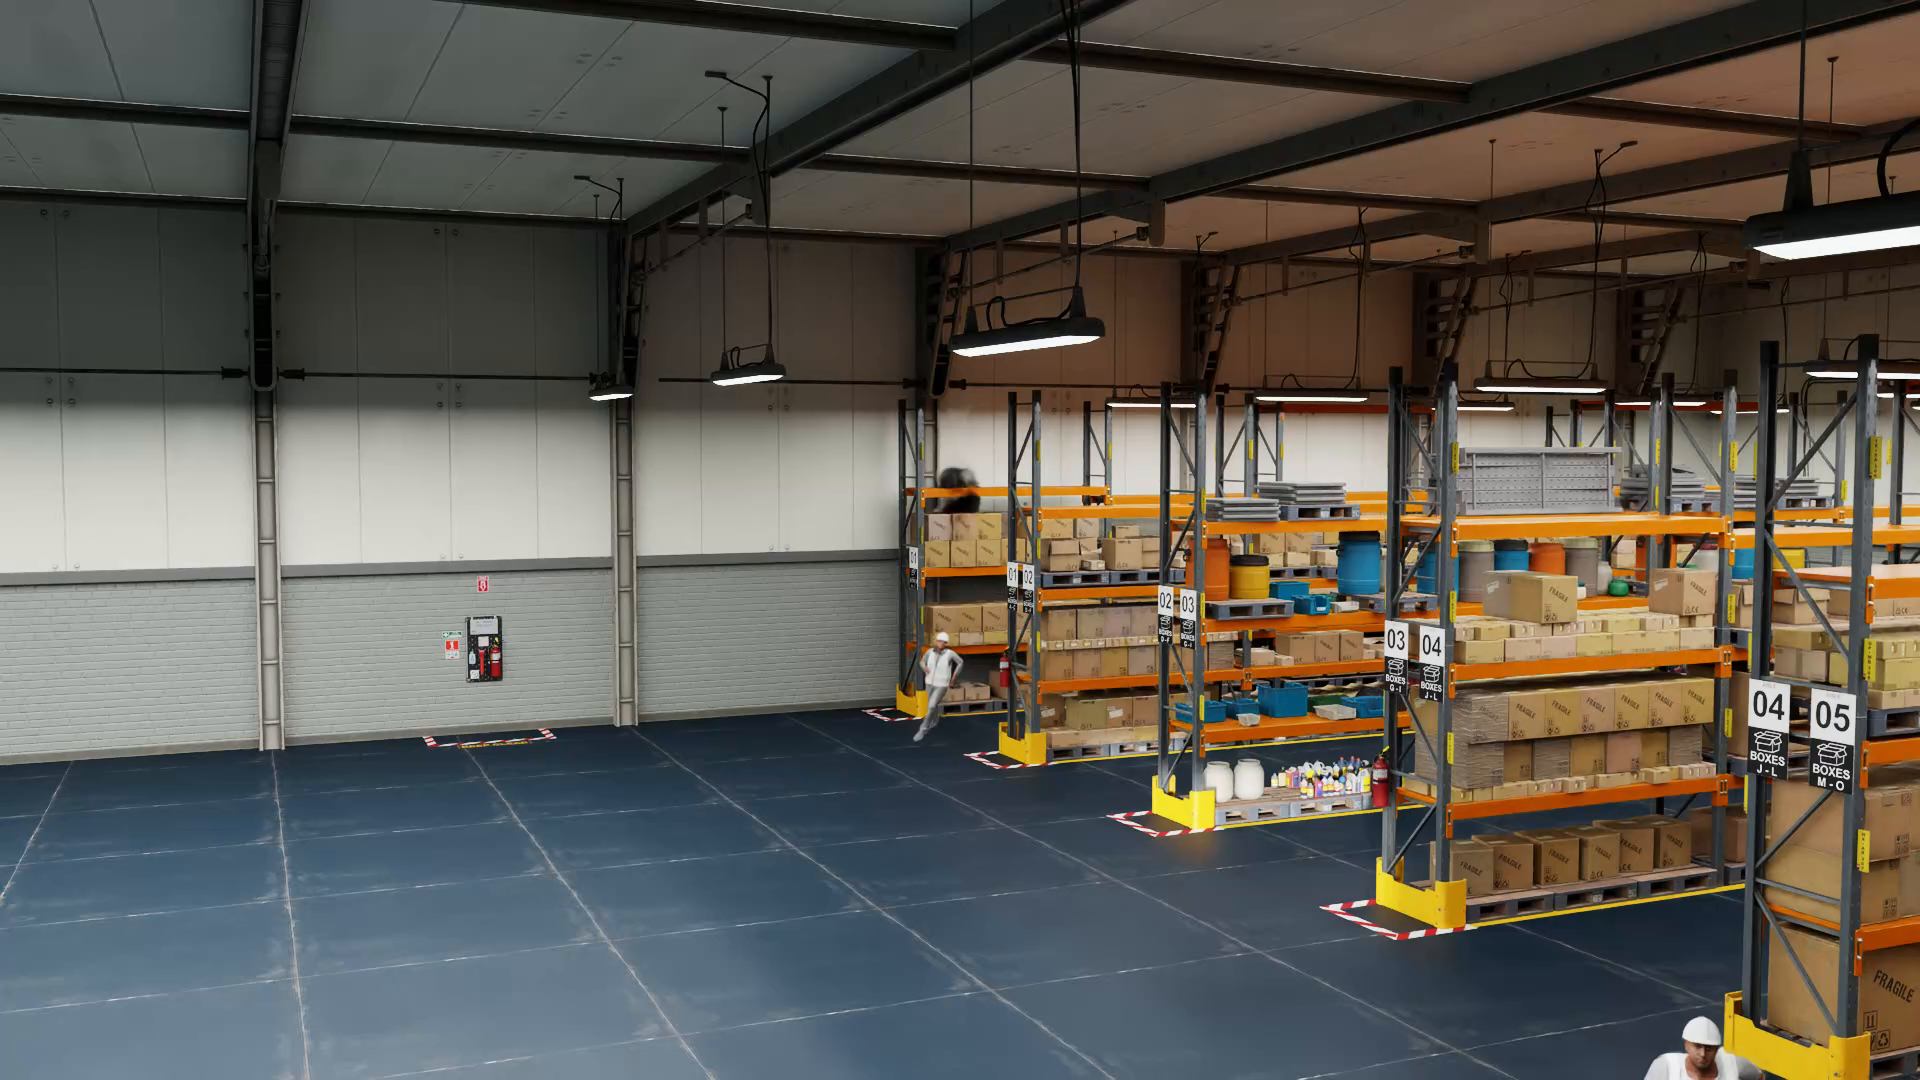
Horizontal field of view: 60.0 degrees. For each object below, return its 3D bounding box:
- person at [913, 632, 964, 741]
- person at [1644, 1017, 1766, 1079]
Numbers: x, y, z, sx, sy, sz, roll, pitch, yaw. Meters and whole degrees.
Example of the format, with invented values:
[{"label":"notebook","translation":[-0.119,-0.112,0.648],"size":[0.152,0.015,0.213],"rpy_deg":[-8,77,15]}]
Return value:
[{"label":"person","translation":[-0.378,2.427,27.815],"size":[0.769,1.802,0.823],"rpy_deg":[2,4,26]},{"label":"person","translation":[4.441,3.707,9.992],"size":[0.712,1.813,0.976],"rpy_deg":[1,4,23]}]
